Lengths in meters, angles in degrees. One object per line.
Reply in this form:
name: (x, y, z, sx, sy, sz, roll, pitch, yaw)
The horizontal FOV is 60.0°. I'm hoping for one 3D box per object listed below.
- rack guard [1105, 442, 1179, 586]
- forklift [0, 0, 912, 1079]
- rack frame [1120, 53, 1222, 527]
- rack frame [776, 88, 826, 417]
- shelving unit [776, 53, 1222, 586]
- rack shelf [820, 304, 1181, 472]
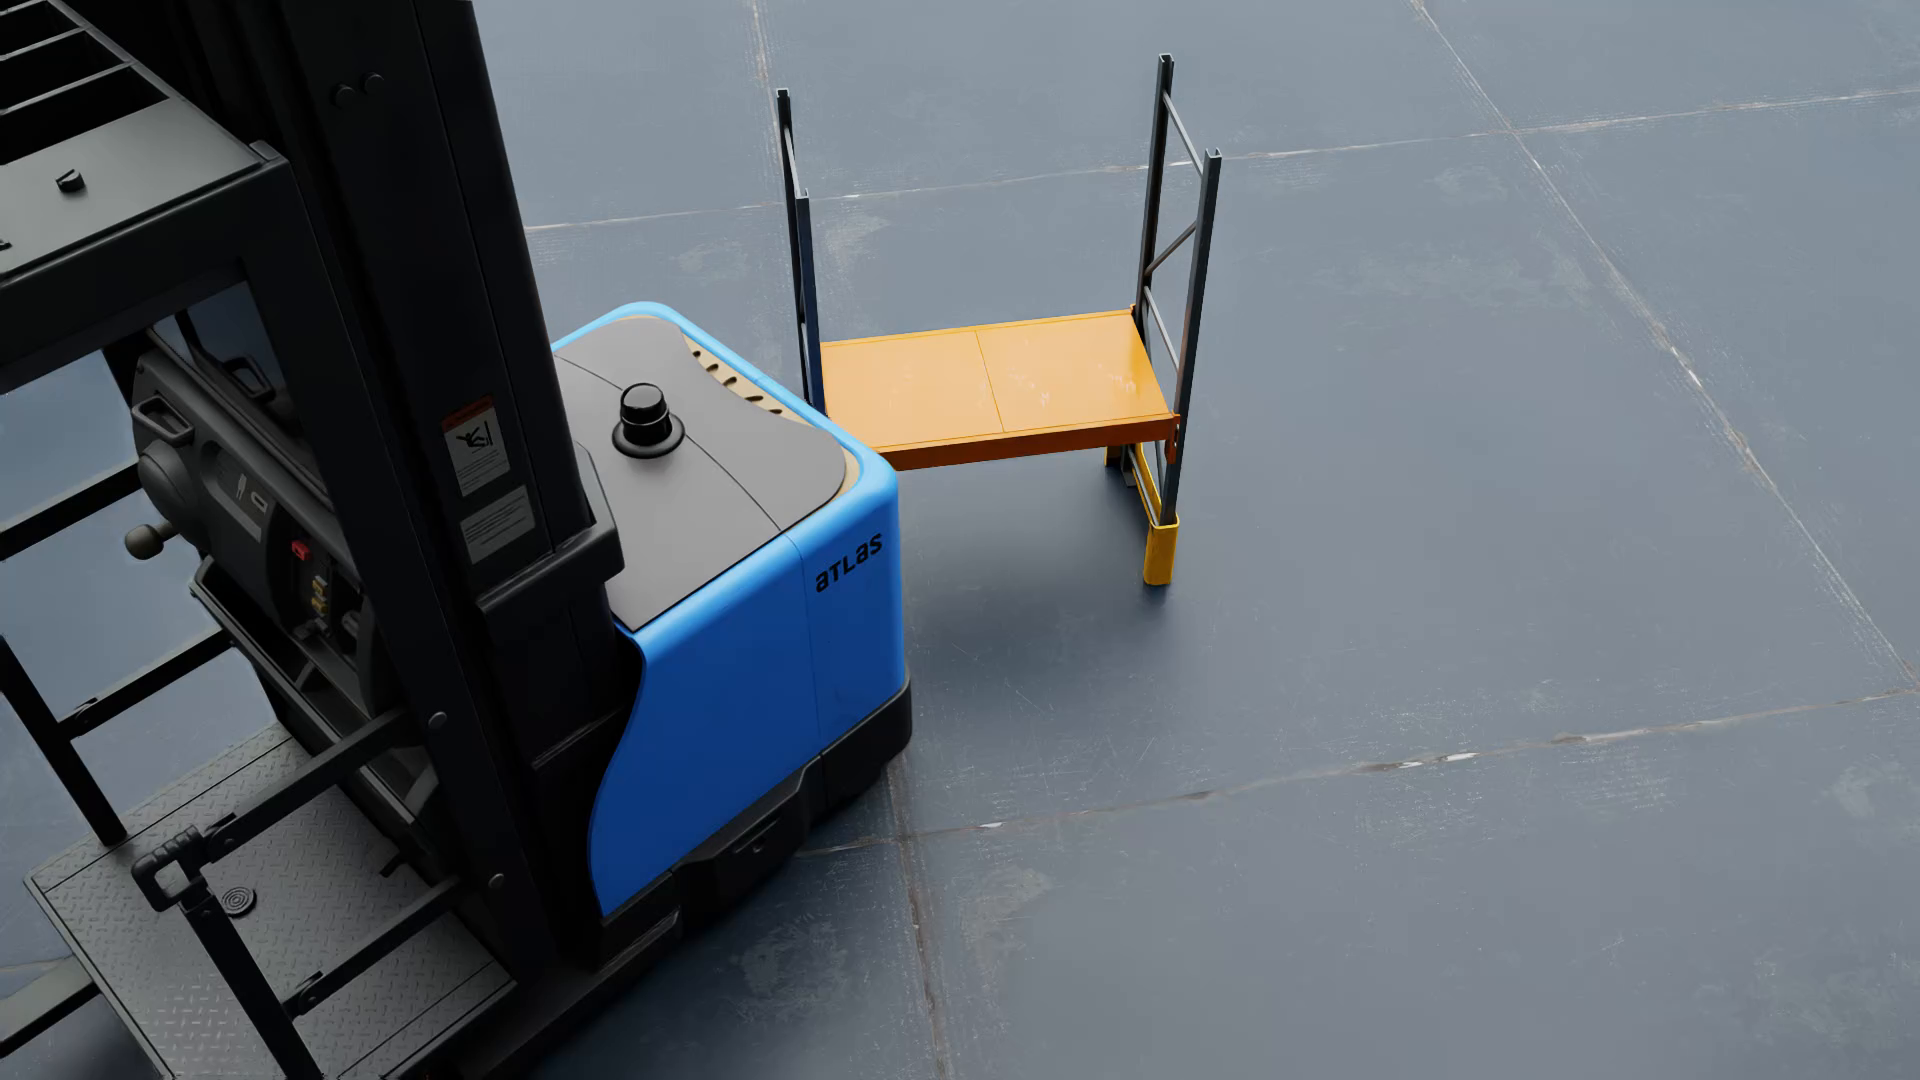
rack guard: (0.566, -0.157, 5.228, 0.087, 0.250, 0.587, -7, 46, -7)
forklift: (-1.528, 0.069, 3.148, 1.130, 2.935, 3.031, 36, 56, 29)
rack frame: (0.585, -0.593, 4.780, 0.032, 1.500, 0.500, -7, 46, -7)
rack frame: (-0.417, -0.468, 4.660, 0.032, 1.500, 0.500, -7, 46, -7)
shelving unit: (0.075, -0.530, 4.719, 1.083, 1.500, 0.587, -7, 46, -7)
rack shelf: (0.084, -0.406, 4.850, 1.000, 0.185, 0.538, -7, 46, -7)
